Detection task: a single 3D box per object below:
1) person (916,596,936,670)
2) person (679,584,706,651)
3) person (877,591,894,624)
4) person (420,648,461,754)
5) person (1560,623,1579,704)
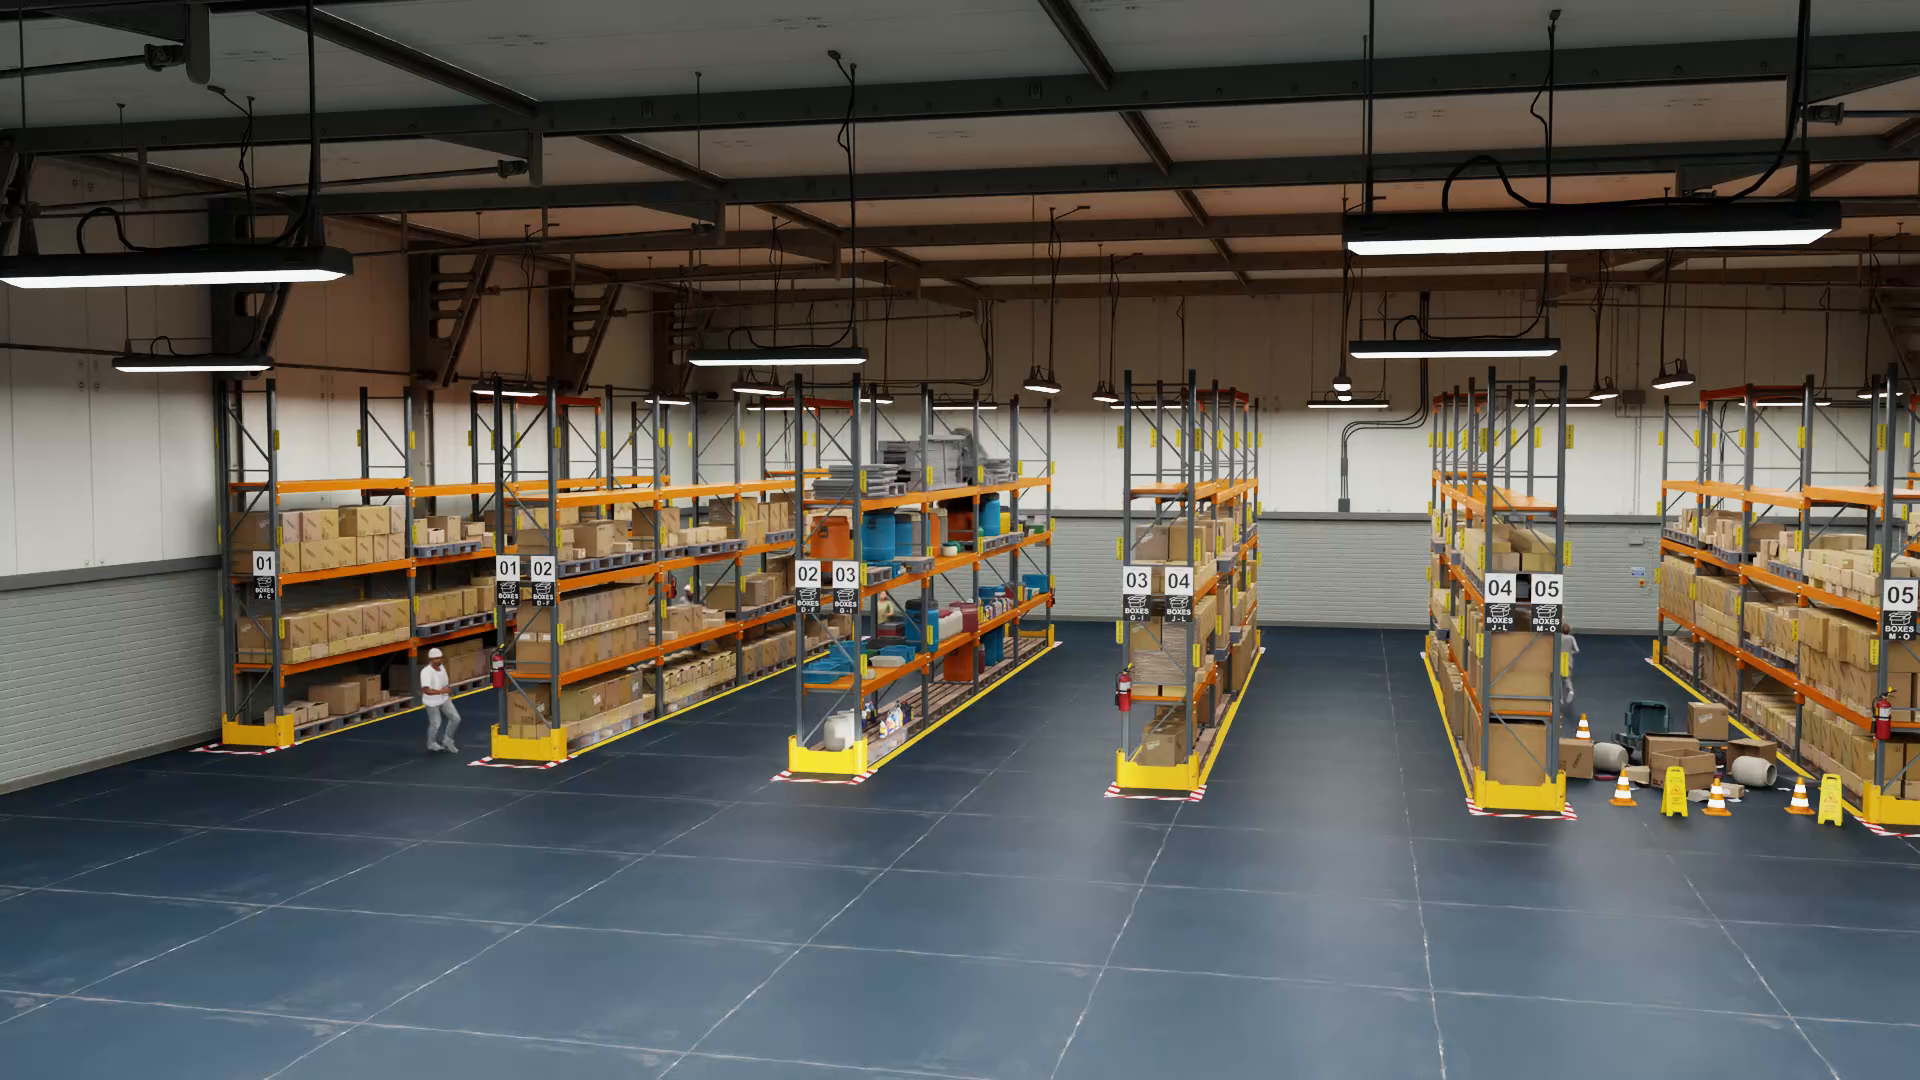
[{"bbox_3d":[-0.828,2.014,36.257,0.691,1.634,0.867,0,3,-7],"label":"person"},{"bbox_3d":[-6.179,1.850,38.392,0.664,1.685,0.927,0,3,-1],"label":"person"},{"bbox_3d":[-1.746,1.935,37.227,0.560,1.688,0.688,0,3,4],"label":"person"},{"bbox_3d":[-8.304,2.566,26.312,0.709,1.742,0.742,2,4,27],"label":"person"},{"bbox_3d":[11.316,2.345,31.129,0.539,1.592,0.827,0,3,6],"label":"person"}]
